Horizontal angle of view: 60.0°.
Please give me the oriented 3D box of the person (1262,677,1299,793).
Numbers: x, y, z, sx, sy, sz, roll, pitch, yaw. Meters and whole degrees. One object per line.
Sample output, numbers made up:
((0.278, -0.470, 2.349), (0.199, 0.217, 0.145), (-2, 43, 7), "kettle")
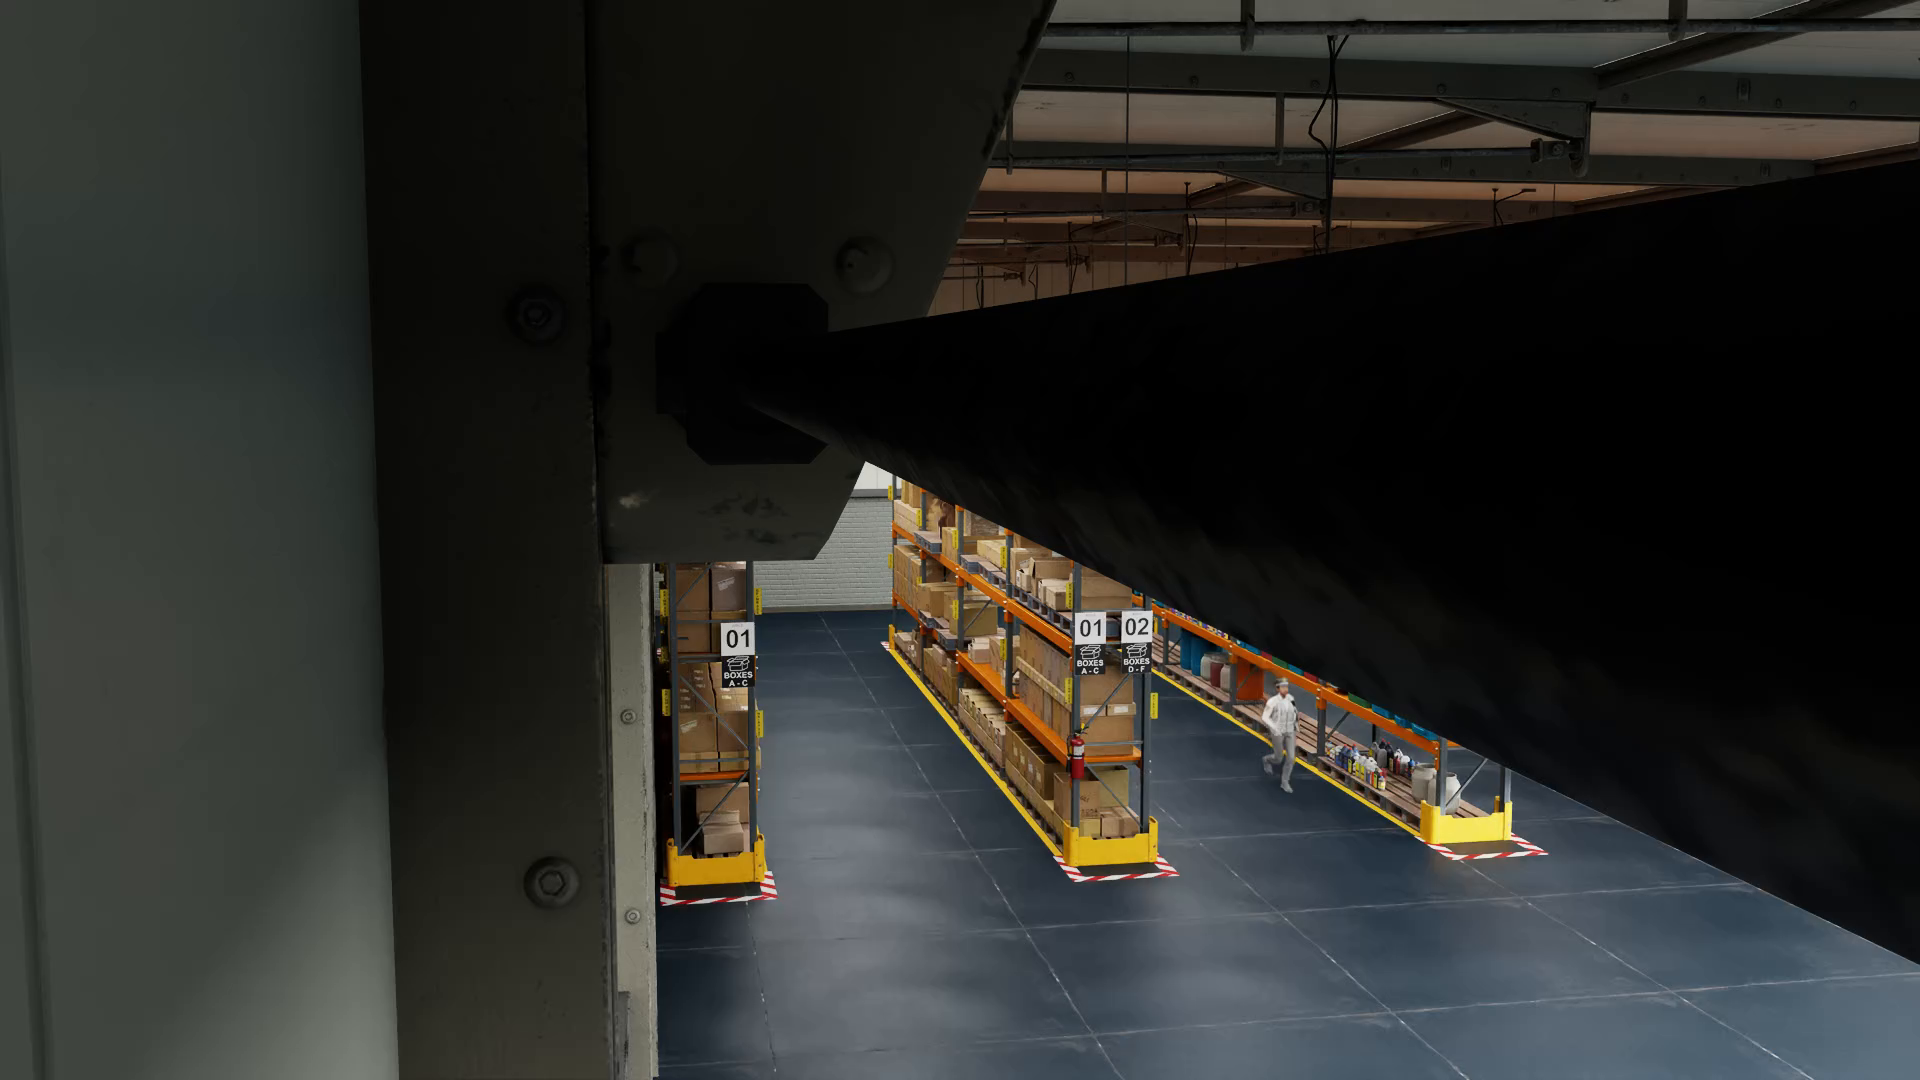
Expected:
((4.771, 2.852, 24.670), (0.617, 1.682, 0.747), (-2, 6, -16), "person")
